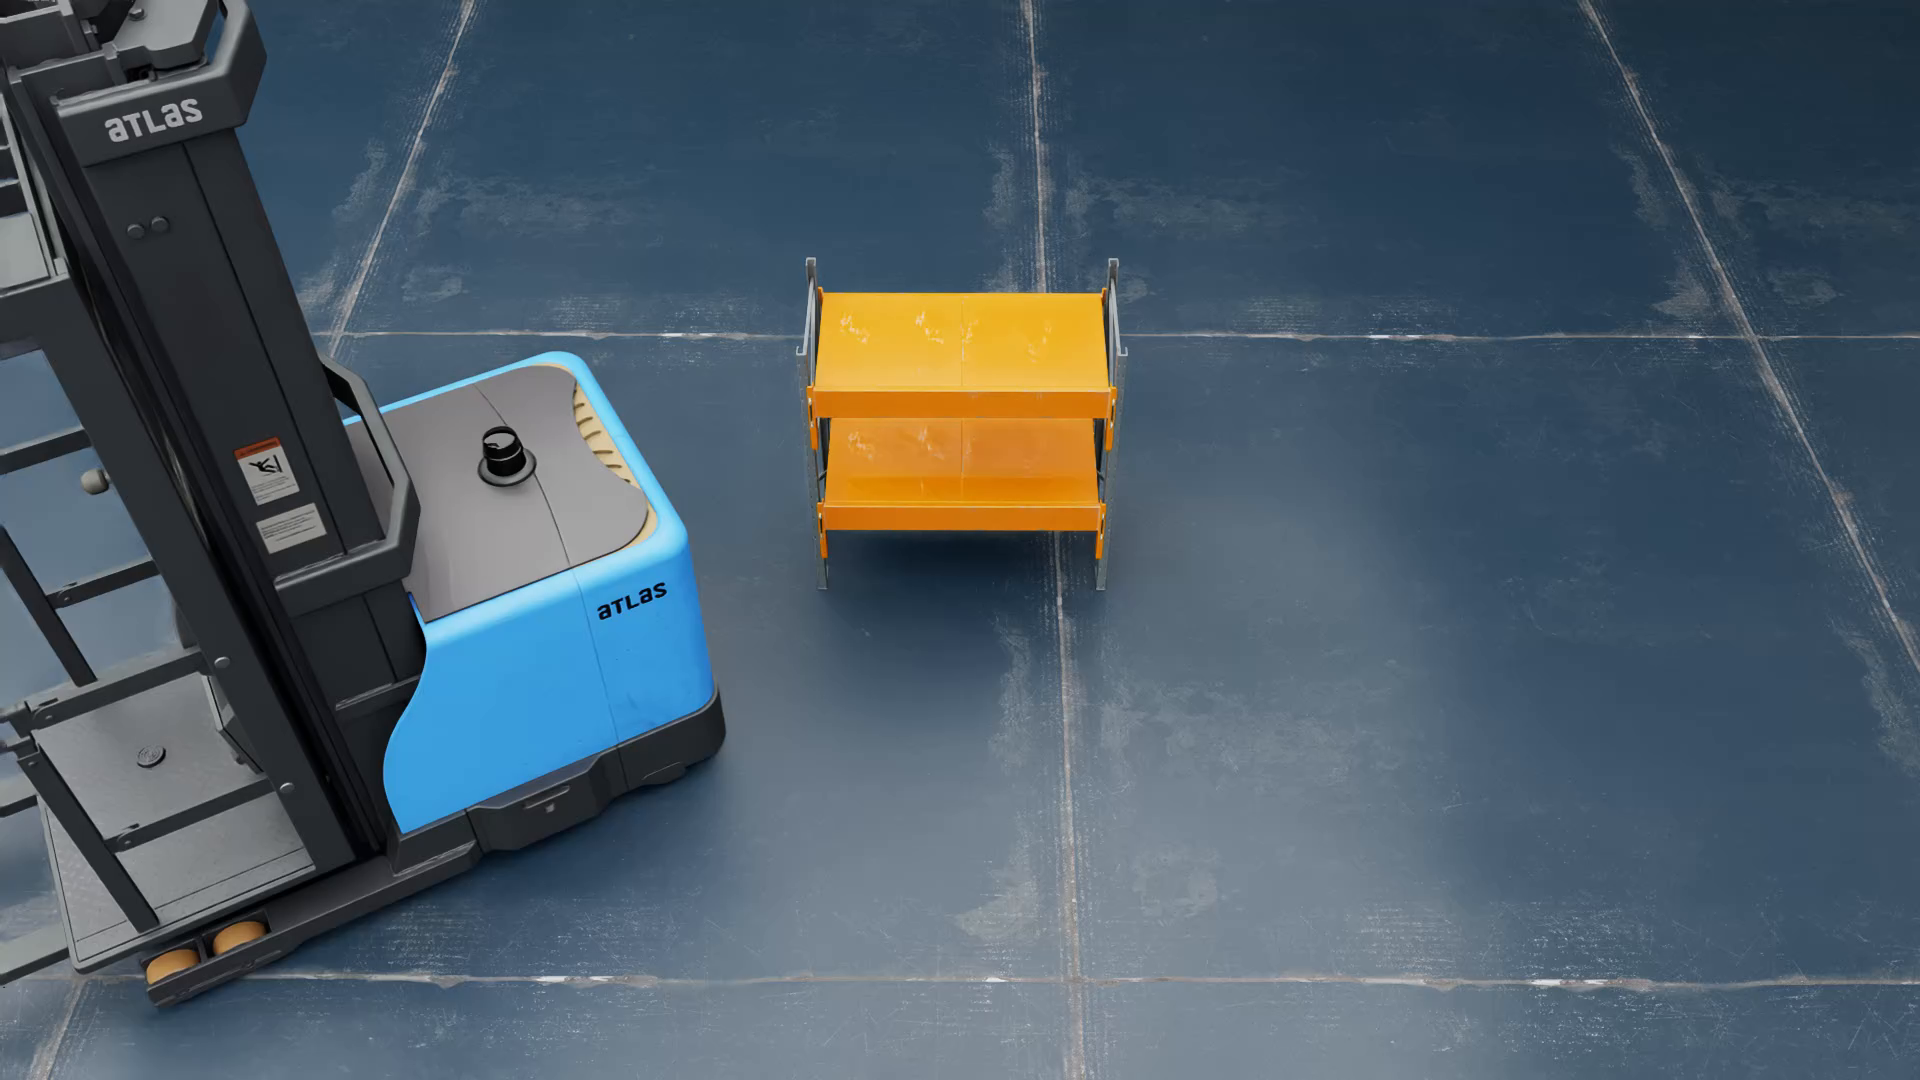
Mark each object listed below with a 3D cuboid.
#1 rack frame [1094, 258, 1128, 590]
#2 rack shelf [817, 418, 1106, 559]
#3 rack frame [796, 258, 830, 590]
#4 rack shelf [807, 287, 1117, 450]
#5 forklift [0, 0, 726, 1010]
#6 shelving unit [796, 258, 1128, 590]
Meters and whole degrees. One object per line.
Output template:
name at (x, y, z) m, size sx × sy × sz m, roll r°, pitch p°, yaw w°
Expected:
rack frame at (0.515, -0.382, 5.837) m, size 0.032 × 1.125 × 0.500 m, roll 0°, pitch 47°, yaw 0°
rack shelf at (0.007, -0.217, 6.017) m, size 1.000 × 0.278 × 0.538 m, roll 0°, pitch 47°, yaw 0°
rack frame at (-0.502, -0.385, 5.840) m, size 0.032 × 1.125 × 0.500 m, roll 0°, pitch 47°, yaw 0°
rack shelf at (0.007, -0.583, 5.624) m, size 1.000 × 0.278 × 0.538 m, roll 0°, pitch 47°, yaw 0°
forklift at (-2.321, -0.067, 4.310) m, size 3.031 × 2.935 × 1.130 m, roll -22°, pitch 51°, yaw -19°
shelving unit at (0.007, -0.383, 5.838) m, size 1.048 × 1.125 × 0.538 m, roll 0°, pitch 47°, yaw 0°
